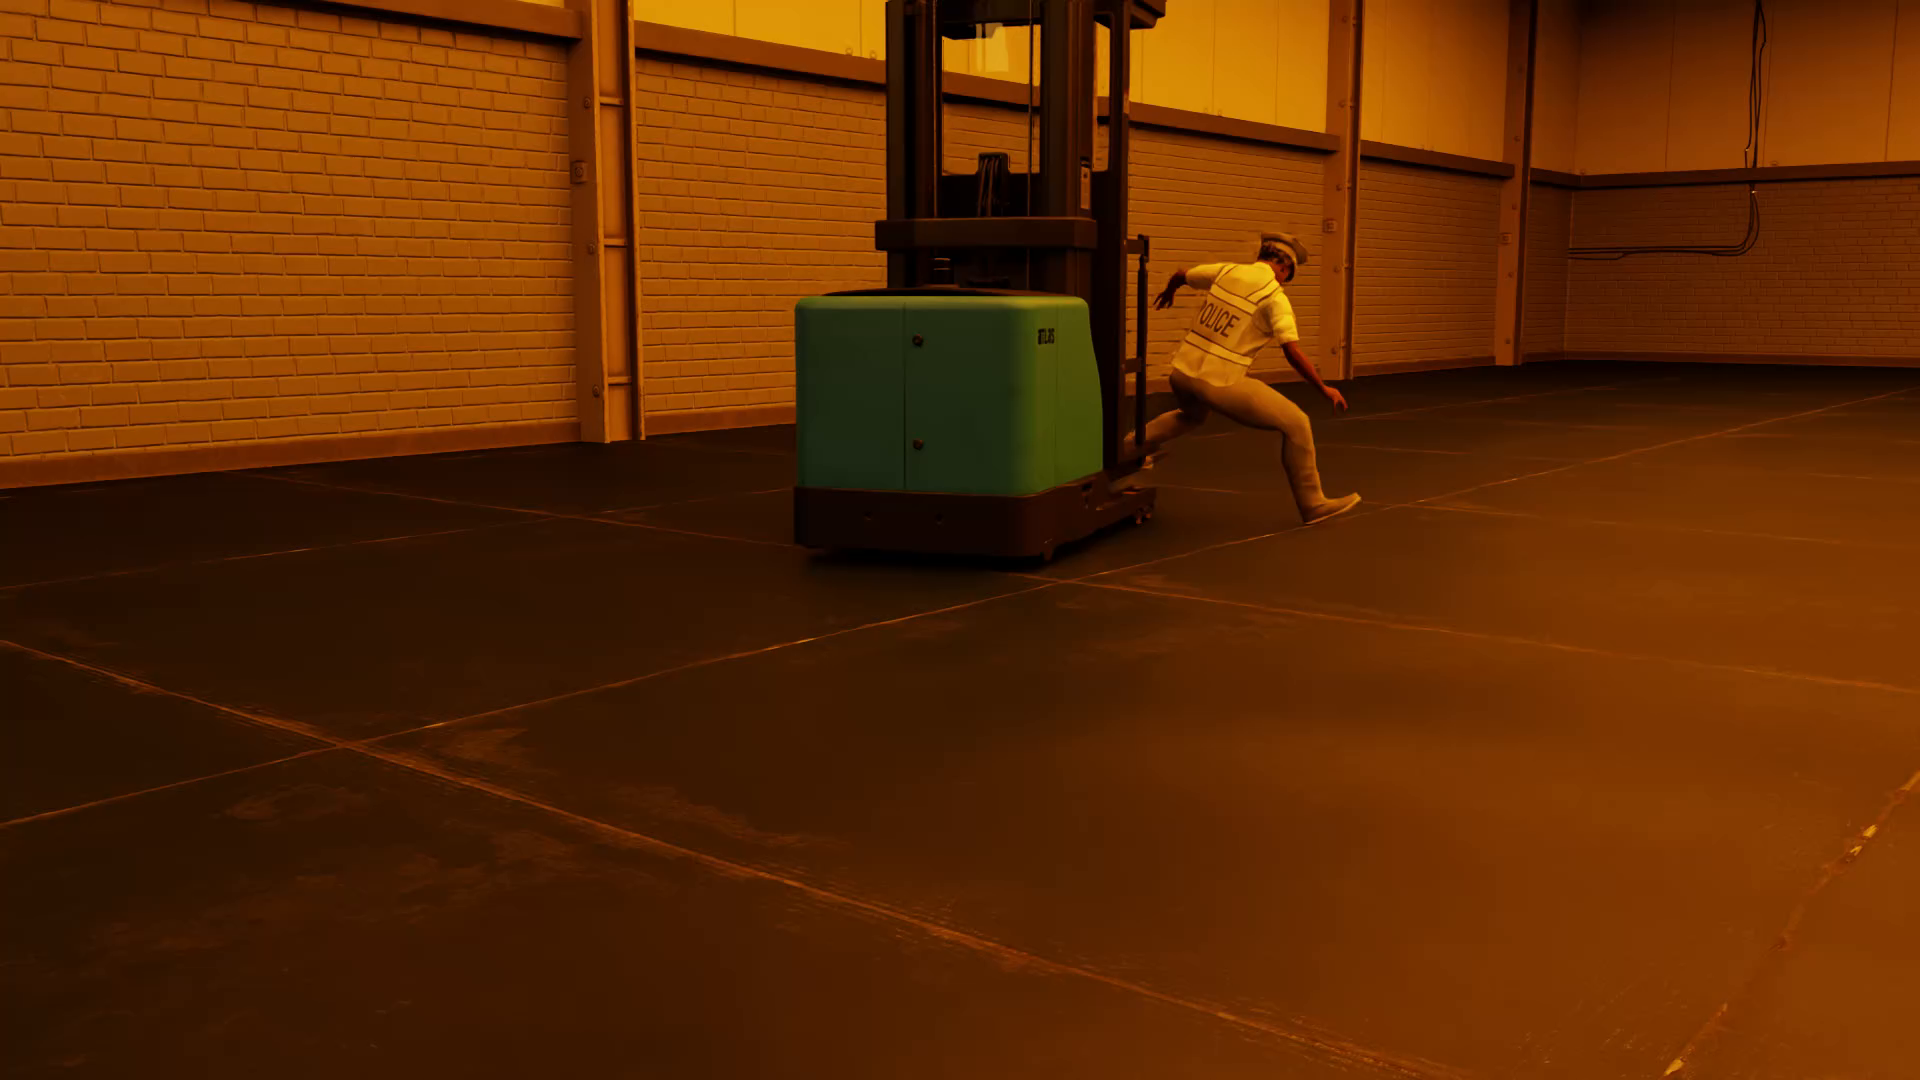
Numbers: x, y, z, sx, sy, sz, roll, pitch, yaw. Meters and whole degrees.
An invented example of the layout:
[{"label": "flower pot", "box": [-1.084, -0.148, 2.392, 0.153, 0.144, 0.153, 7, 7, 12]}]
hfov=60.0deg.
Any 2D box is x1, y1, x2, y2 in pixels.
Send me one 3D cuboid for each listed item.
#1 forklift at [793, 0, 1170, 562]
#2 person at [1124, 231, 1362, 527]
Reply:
[{"label": "forklift", "box": [0.315, -1.538, 7.794, 1.130, 2.935, 3.031, 3, 9, 21]}, {"label": "person", "box": [1.308, -0.787, 8.058, 0.735, 1.390, 1.172, -5, 9, -28]}]
